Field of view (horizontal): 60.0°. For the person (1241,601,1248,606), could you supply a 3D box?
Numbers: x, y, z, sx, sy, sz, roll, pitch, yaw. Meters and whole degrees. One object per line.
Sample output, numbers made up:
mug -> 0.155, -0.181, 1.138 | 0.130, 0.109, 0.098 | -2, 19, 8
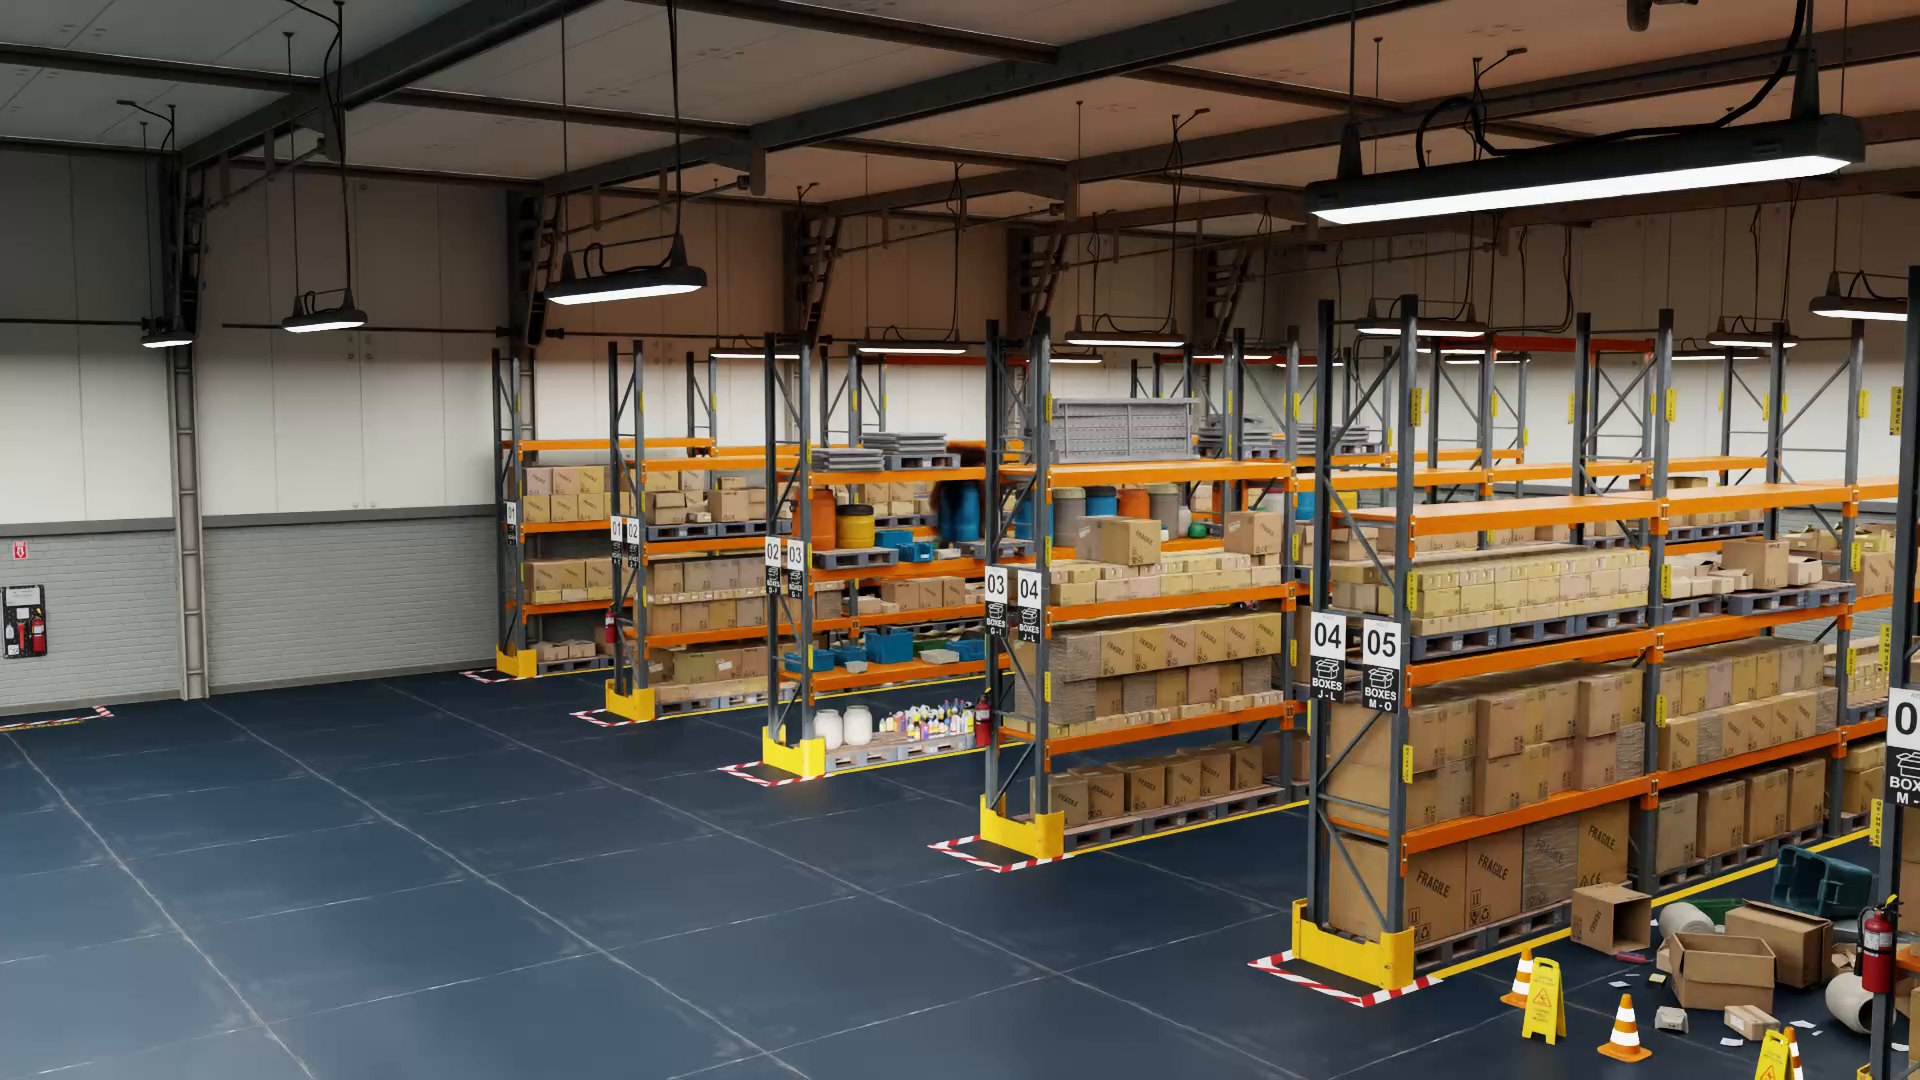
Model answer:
person -> 5.425, 1.375, 32.967 | 1.060, 1.730, 0.596 | -4, 6, -39
